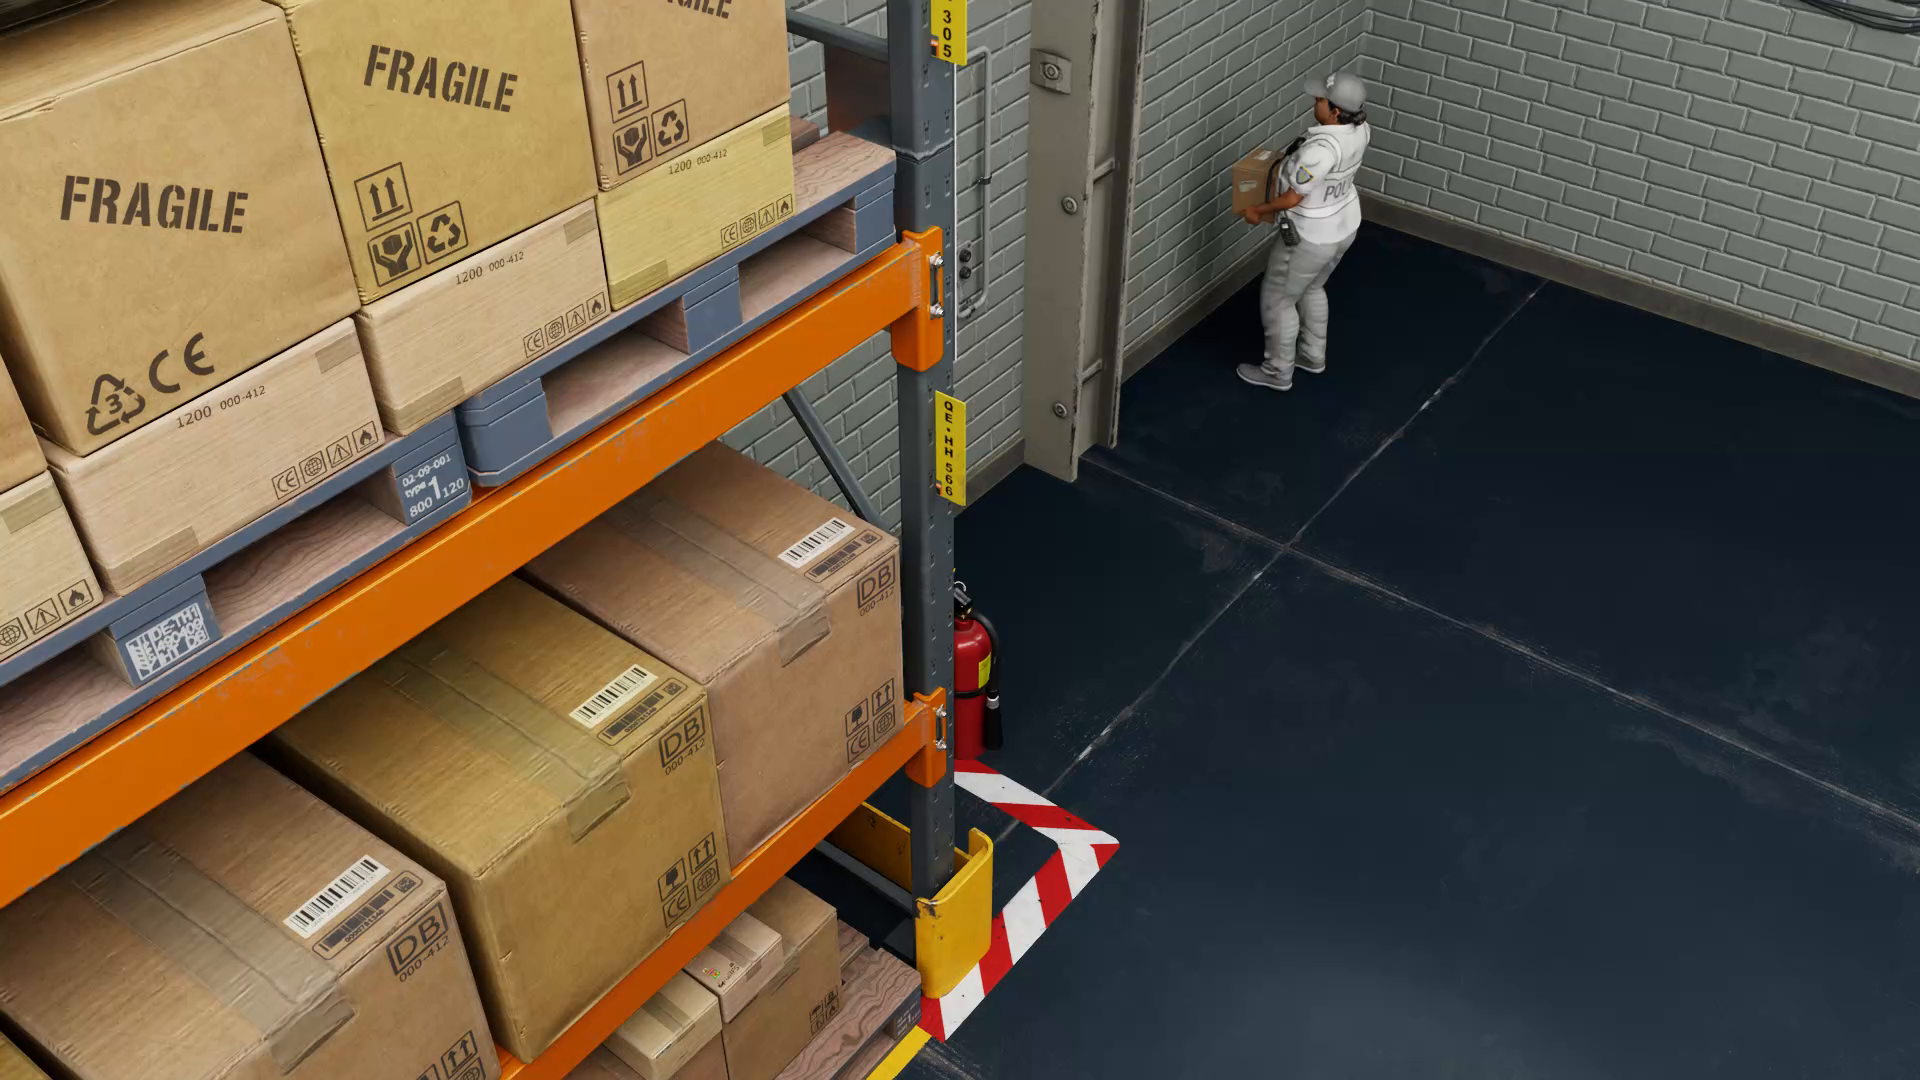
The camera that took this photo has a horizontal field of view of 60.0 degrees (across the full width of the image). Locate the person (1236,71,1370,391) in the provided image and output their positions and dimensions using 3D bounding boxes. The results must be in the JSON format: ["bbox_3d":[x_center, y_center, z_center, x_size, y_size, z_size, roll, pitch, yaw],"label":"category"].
[{"bbox_3d":[1.626,-1.492,7.994,0.535,1.653,0.453,26,46,28],"label":"person"}]
